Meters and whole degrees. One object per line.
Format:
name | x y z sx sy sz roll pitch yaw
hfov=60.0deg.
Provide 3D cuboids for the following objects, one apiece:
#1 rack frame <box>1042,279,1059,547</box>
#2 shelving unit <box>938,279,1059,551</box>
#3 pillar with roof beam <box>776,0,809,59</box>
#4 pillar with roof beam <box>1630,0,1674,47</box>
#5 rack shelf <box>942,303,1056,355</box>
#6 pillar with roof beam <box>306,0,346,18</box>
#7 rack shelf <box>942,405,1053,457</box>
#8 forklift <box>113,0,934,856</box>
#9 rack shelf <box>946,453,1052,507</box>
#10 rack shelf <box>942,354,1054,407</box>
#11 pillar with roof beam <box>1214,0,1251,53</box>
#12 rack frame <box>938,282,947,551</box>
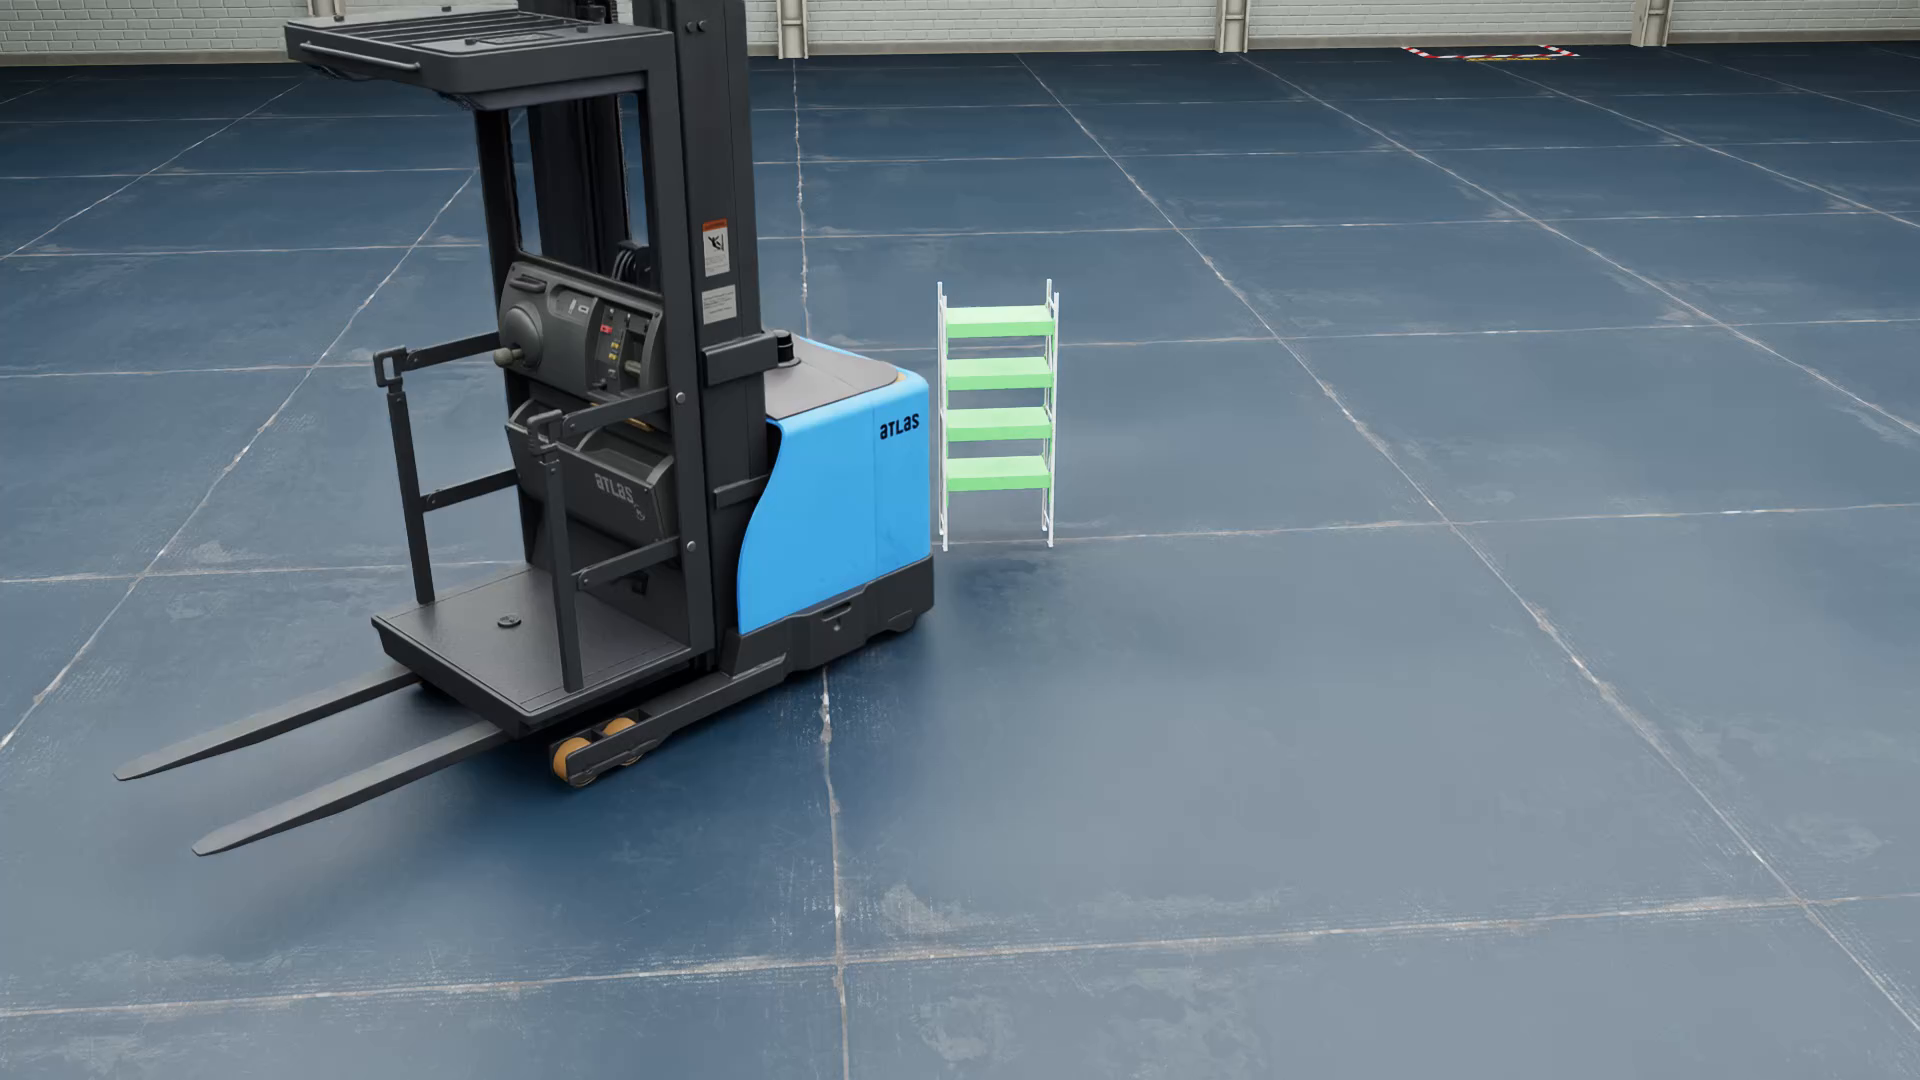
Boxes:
rack frame | 0.408 -0.565 7.543 0.015 1.200 0.240 -2 24 -5
shelving unit | 0.165 -0.555 7.521 0.503 1.200 0.258 -2 24 -5
pillar with roof beam | -1.818 -8.874 16.635 0.400 9.000 9.100 -2 24 -5
pillar with roof beam | 10.124 -9.353 17.713 0.400 9.000 9.100 -2 24 -5
rack shelf | 0.165 -0.935 7.352 0.480 0.148 0.258 -2 24 -5
pillar with roof beam | -7.789 -8.634 16.096 0.400 9.000 9.100 -2 24 -5
rack shelf | 0.165 -0.496 7.547 0.480 0.148 0.258 -2 24 -5
forklift | -1.496 -0.714 5.747 1.130 2.935 3.031 22 32 40
rack shelf | 0.165 -0.277 7.645 0.480 0.148 0.258 -2 24 -5
rack shelf | 0.165 -0.716 7.450 0.480 0.148 0.258 -2 24 -5
pillar with roof beam | 4.153 -9.113 17.174 0.400 9.000 9.100 -2 24 -5
rack frame | -0.078 -0.545 7.499 0.015 1.200 0.240 -2 24 -5
